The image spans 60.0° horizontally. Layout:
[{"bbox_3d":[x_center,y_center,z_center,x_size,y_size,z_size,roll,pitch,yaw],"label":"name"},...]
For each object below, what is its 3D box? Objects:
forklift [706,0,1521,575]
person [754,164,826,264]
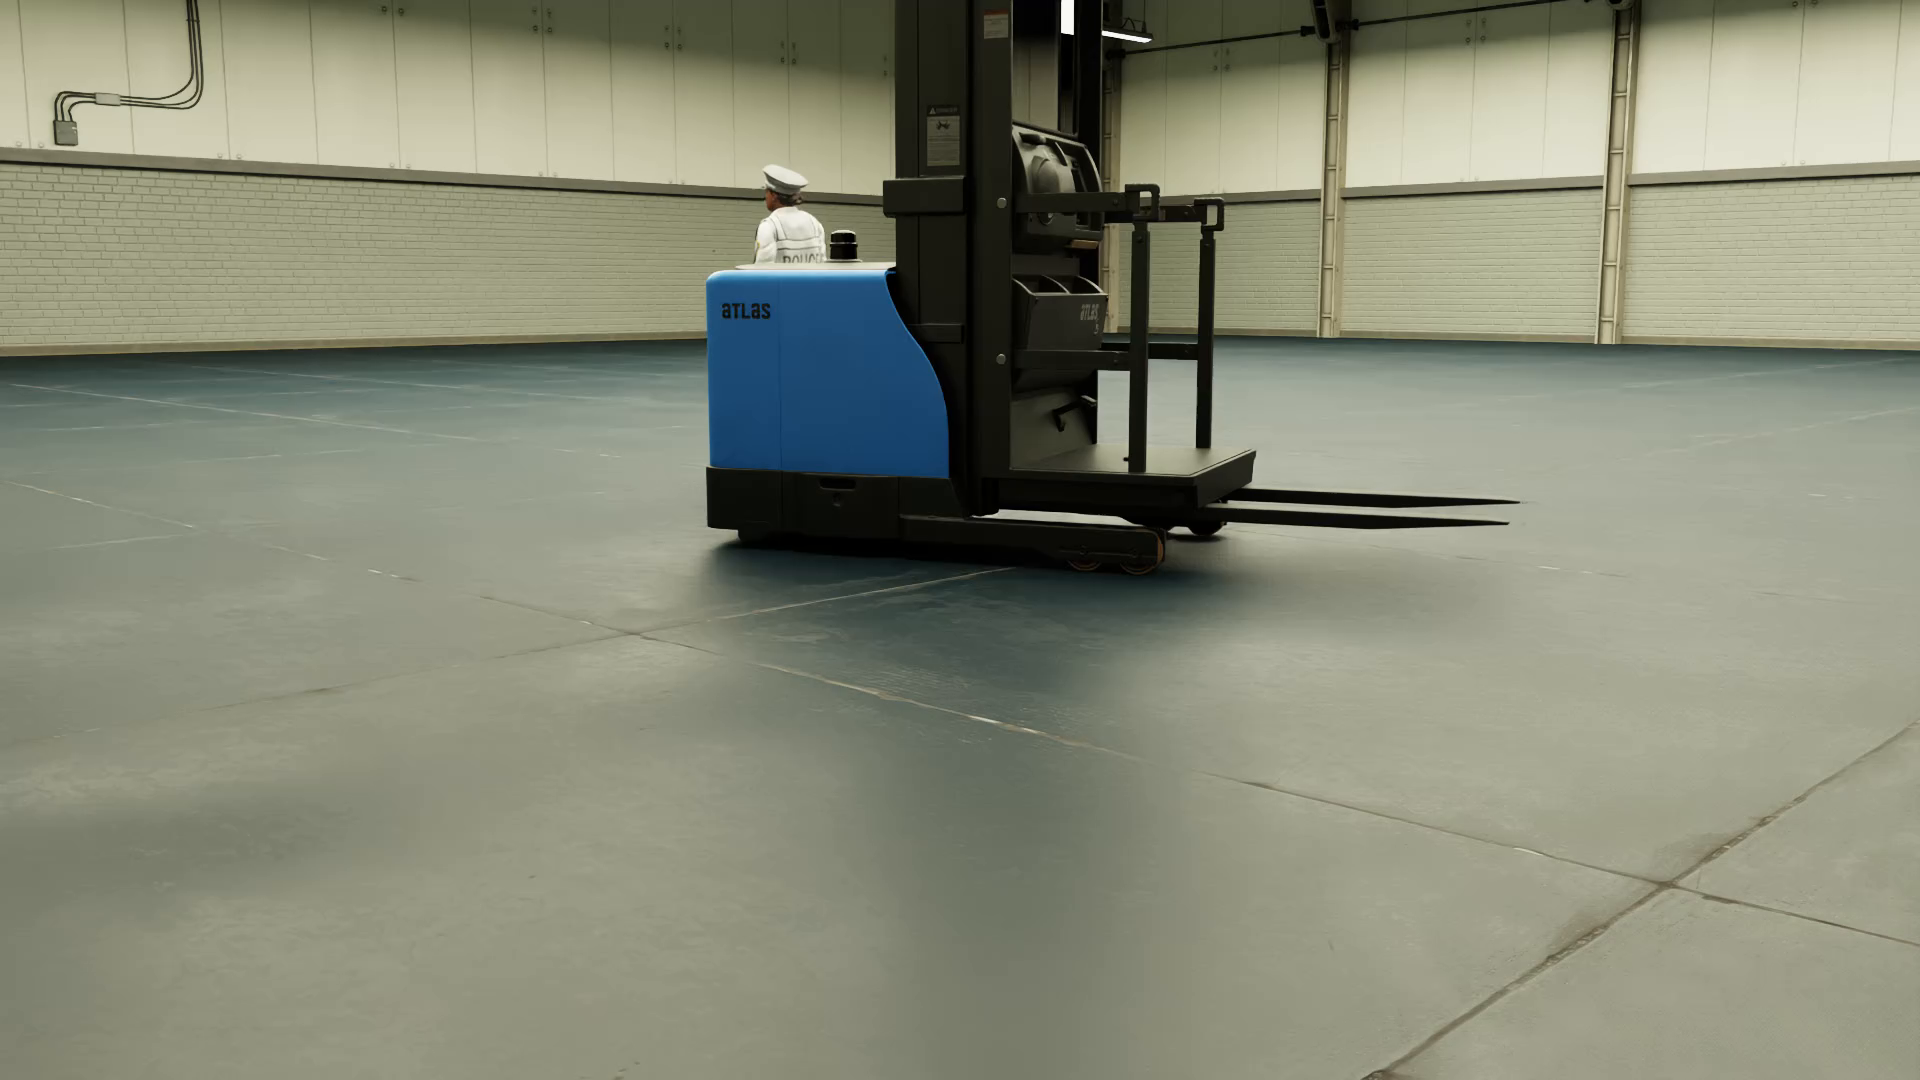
[{"bbox_3d":[0.565,-1.416,6.275,3.031,2.935,1.130,3,9,22],"label":"forklift"},{"bbox_3d":[-1.019,-1.268,9.486,0.536,1.709,0.471,-8,12,-42],"label":"person"}]
